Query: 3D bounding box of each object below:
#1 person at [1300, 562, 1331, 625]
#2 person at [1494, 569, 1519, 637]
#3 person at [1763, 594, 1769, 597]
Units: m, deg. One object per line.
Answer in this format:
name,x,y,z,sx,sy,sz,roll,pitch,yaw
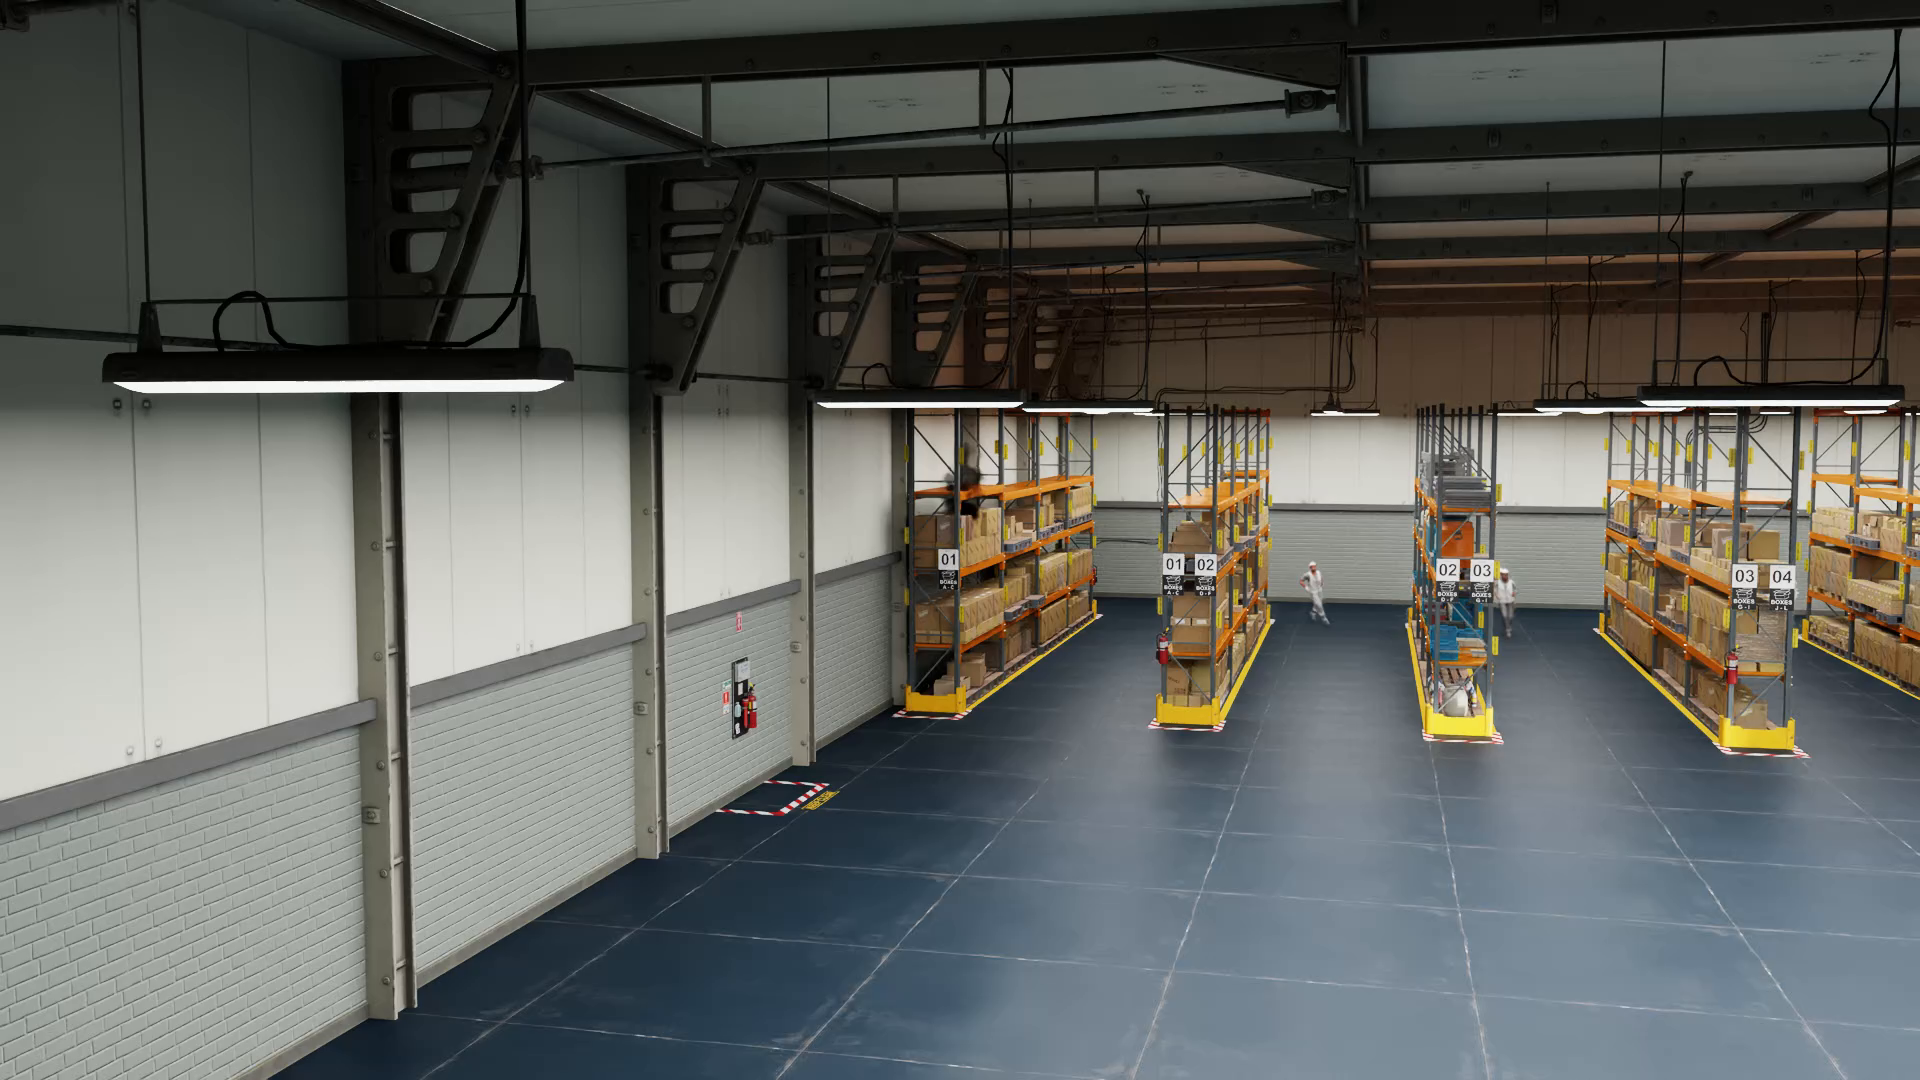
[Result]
person,9.850,1.475,46.332,0.672,1.752,0.956,-2,5,-25
person,14.428,1.649,44.010,0.671,1.777,0.852,1,4,9
person,20.787,1.760,43.338,0.663,1.630,0.526,3,5,34
